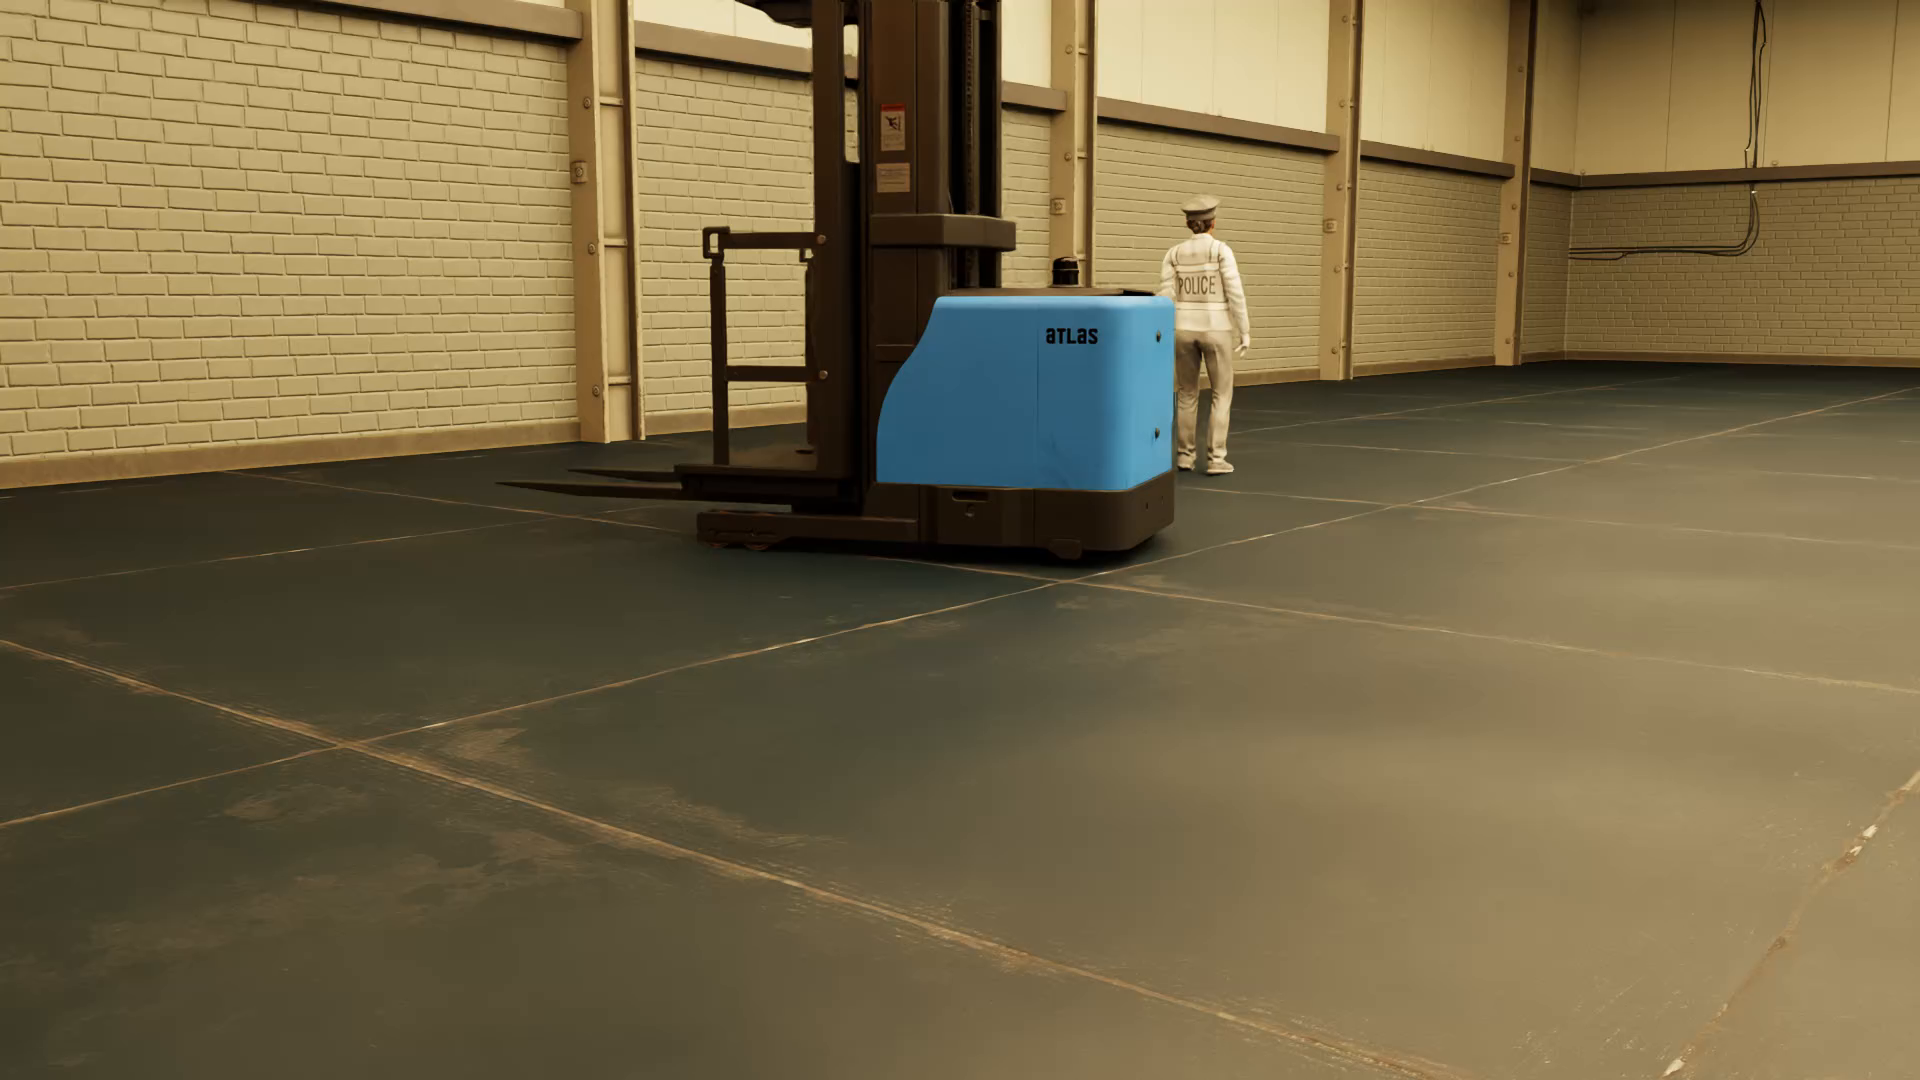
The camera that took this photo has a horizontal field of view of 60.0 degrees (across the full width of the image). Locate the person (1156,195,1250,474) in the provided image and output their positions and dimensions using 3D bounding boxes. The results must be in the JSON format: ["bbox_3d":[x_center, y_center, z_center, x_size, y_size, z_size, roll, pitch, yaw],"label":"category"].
[{"bbox_3d":[1.507,-1.234,10.158,0.566,1.715,0.455,5,10,29],"label":"person"}]

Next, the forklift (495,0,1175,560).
[{"bbox_3d":[-0.613,-1.472,7.342,3.031,2.935,1.130,3,9,18],"label":"forklift"}]
